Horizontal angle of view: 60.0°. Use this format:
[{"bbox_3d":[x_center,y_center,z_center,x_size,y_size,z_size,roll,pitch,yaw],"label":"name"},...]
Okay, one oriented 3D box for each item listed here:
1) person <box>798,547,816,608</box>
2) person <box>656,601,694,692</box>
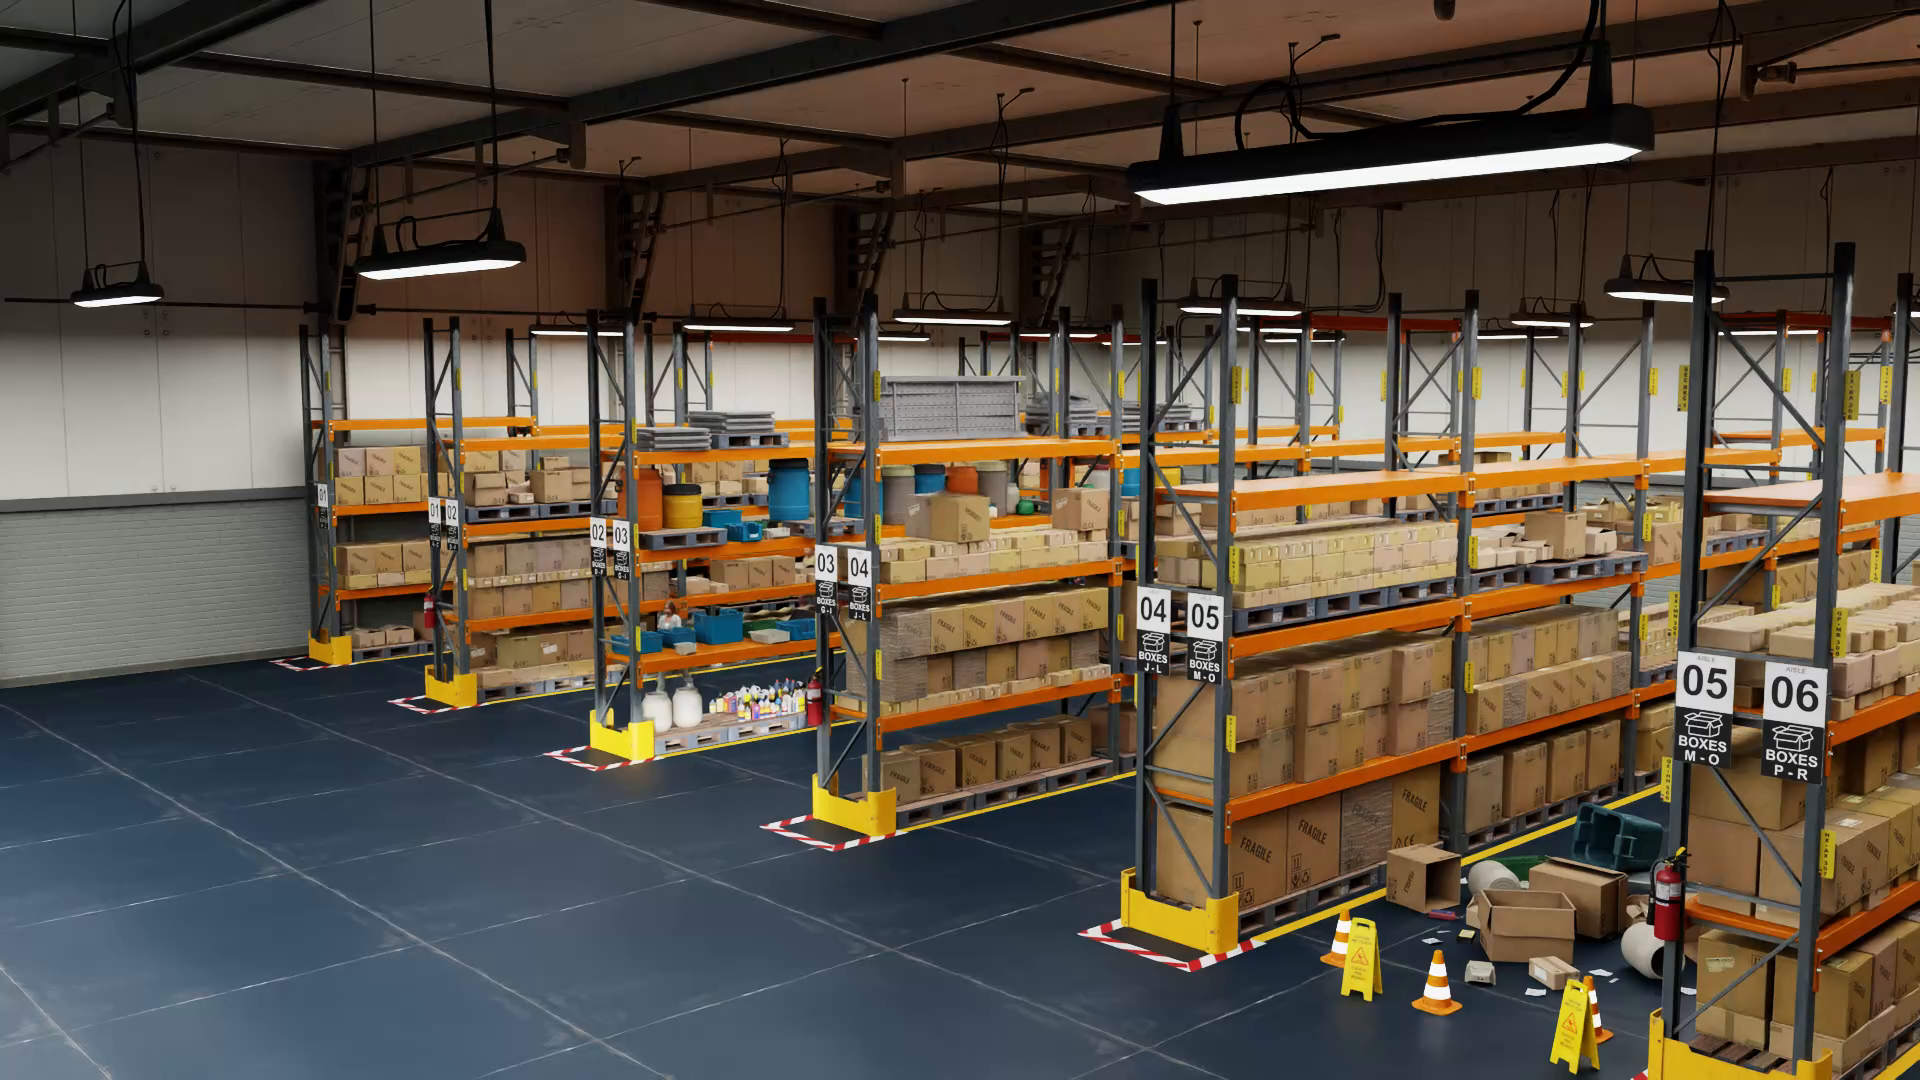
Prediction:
[{"bbox_3d":[-3.031,0.872,34.423,0.456,1.624,0.948,6,8,44],"label":"person"},{"bbox_3d":[-4.566,1.718,26.350,0.468,1.536,1.003,2,6,20],"label":"person"}]
